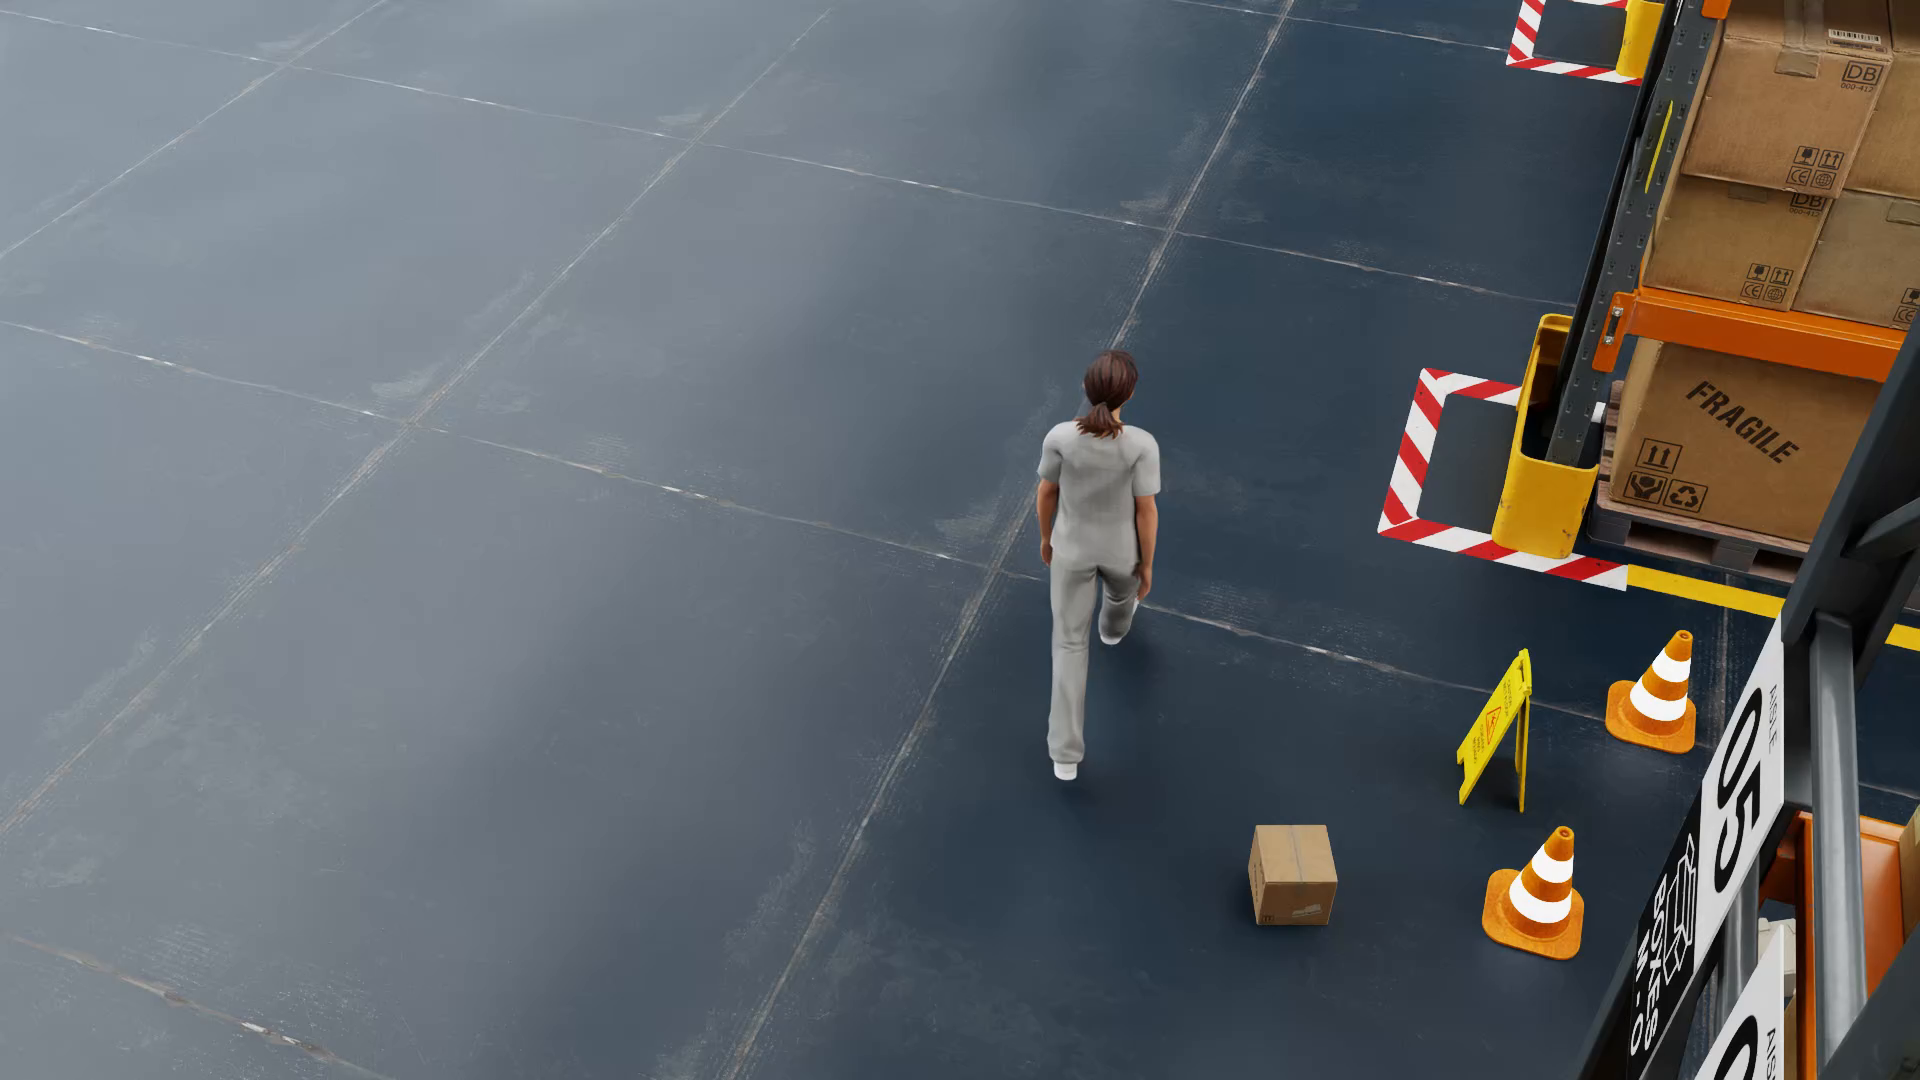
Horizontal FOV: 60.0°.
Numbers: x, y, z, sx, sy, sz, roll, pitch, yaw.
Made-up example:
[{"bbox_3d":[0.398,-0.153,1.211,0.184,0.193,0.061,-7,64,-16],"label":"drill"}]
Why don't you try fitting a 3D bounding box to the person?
[{"bbox_3d":[0.500,0.004,6.179,0.448,1.600,1.097,4,42,5],"label":"person"}]
